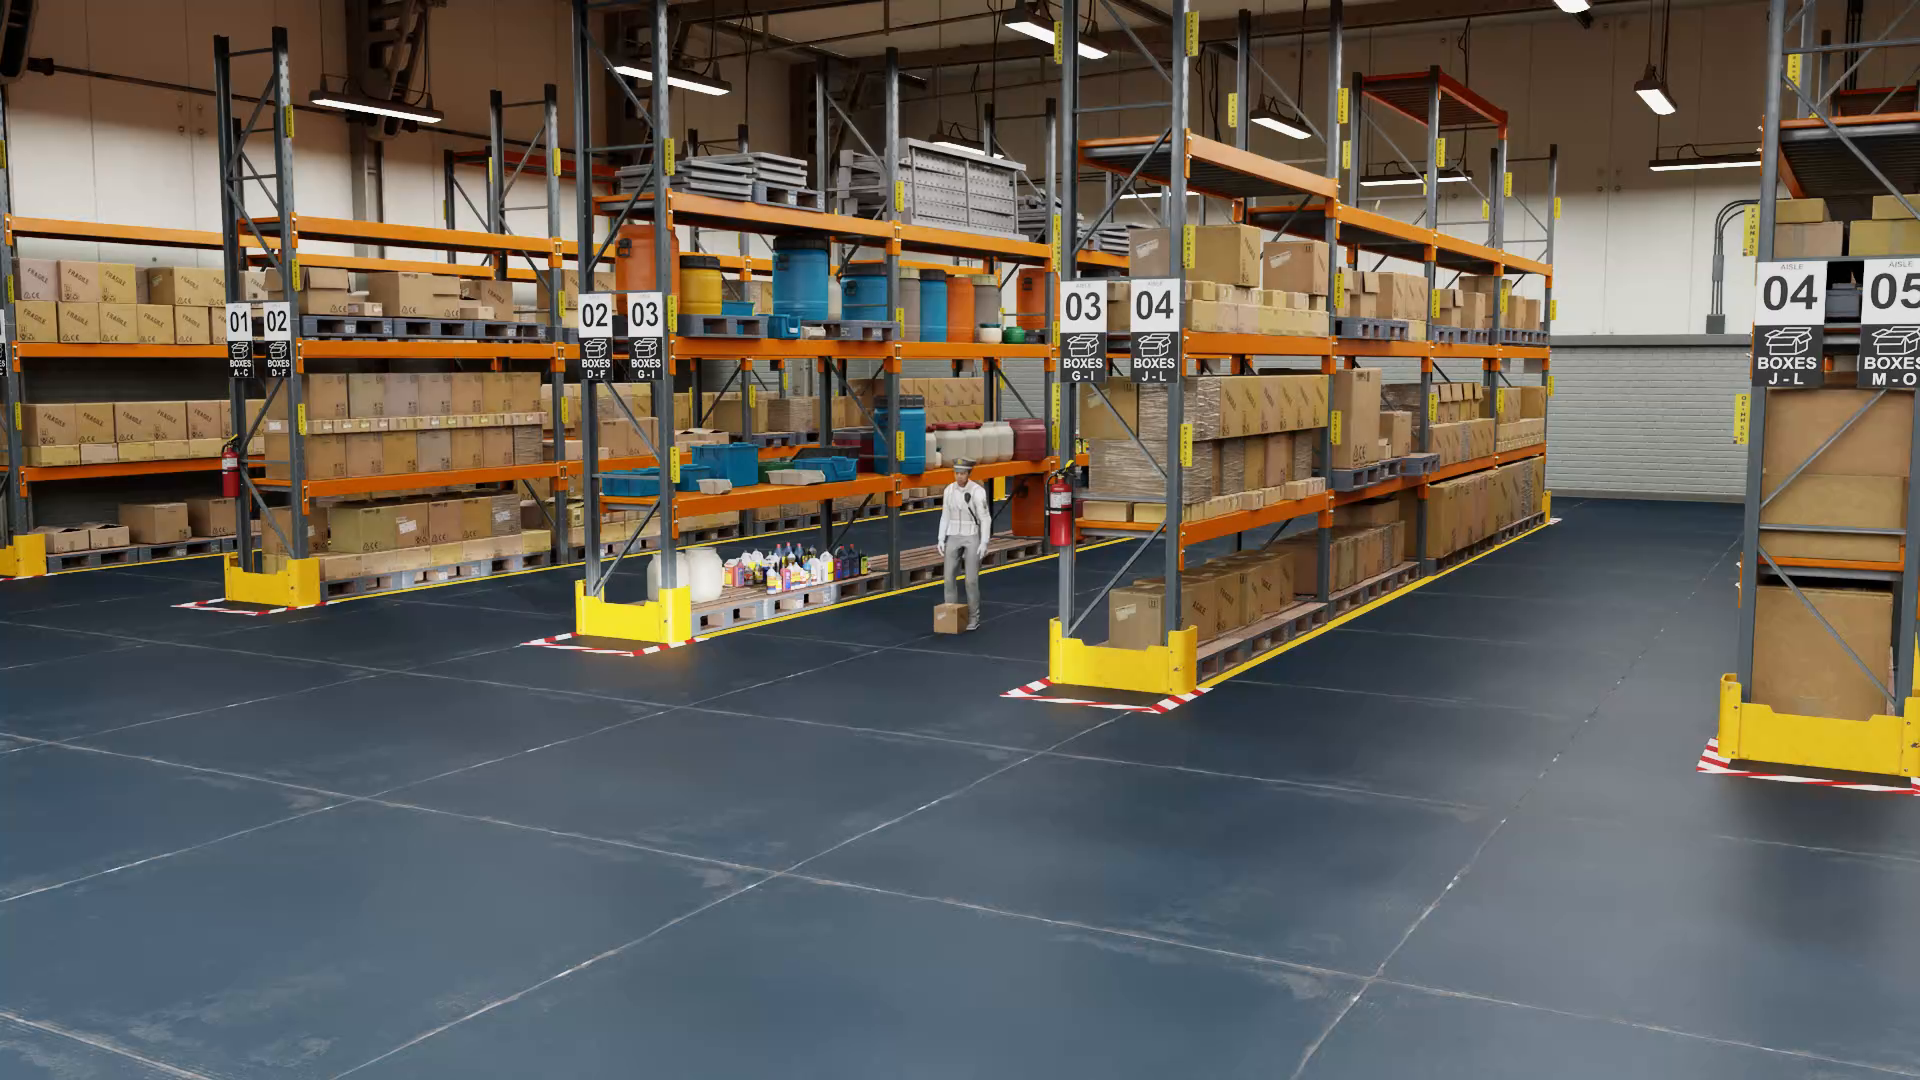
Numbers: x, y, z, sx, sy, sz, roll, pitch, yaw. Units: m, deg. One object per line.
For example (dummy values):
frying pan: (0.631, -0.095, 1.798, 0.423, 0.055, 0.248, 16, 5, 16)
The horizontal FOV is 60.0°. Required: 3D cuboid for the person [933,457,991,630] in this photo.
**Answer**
person: (0.033, 0.029, 16.084, 0.543, 1.662, 0.376, 3, 7, 25)
